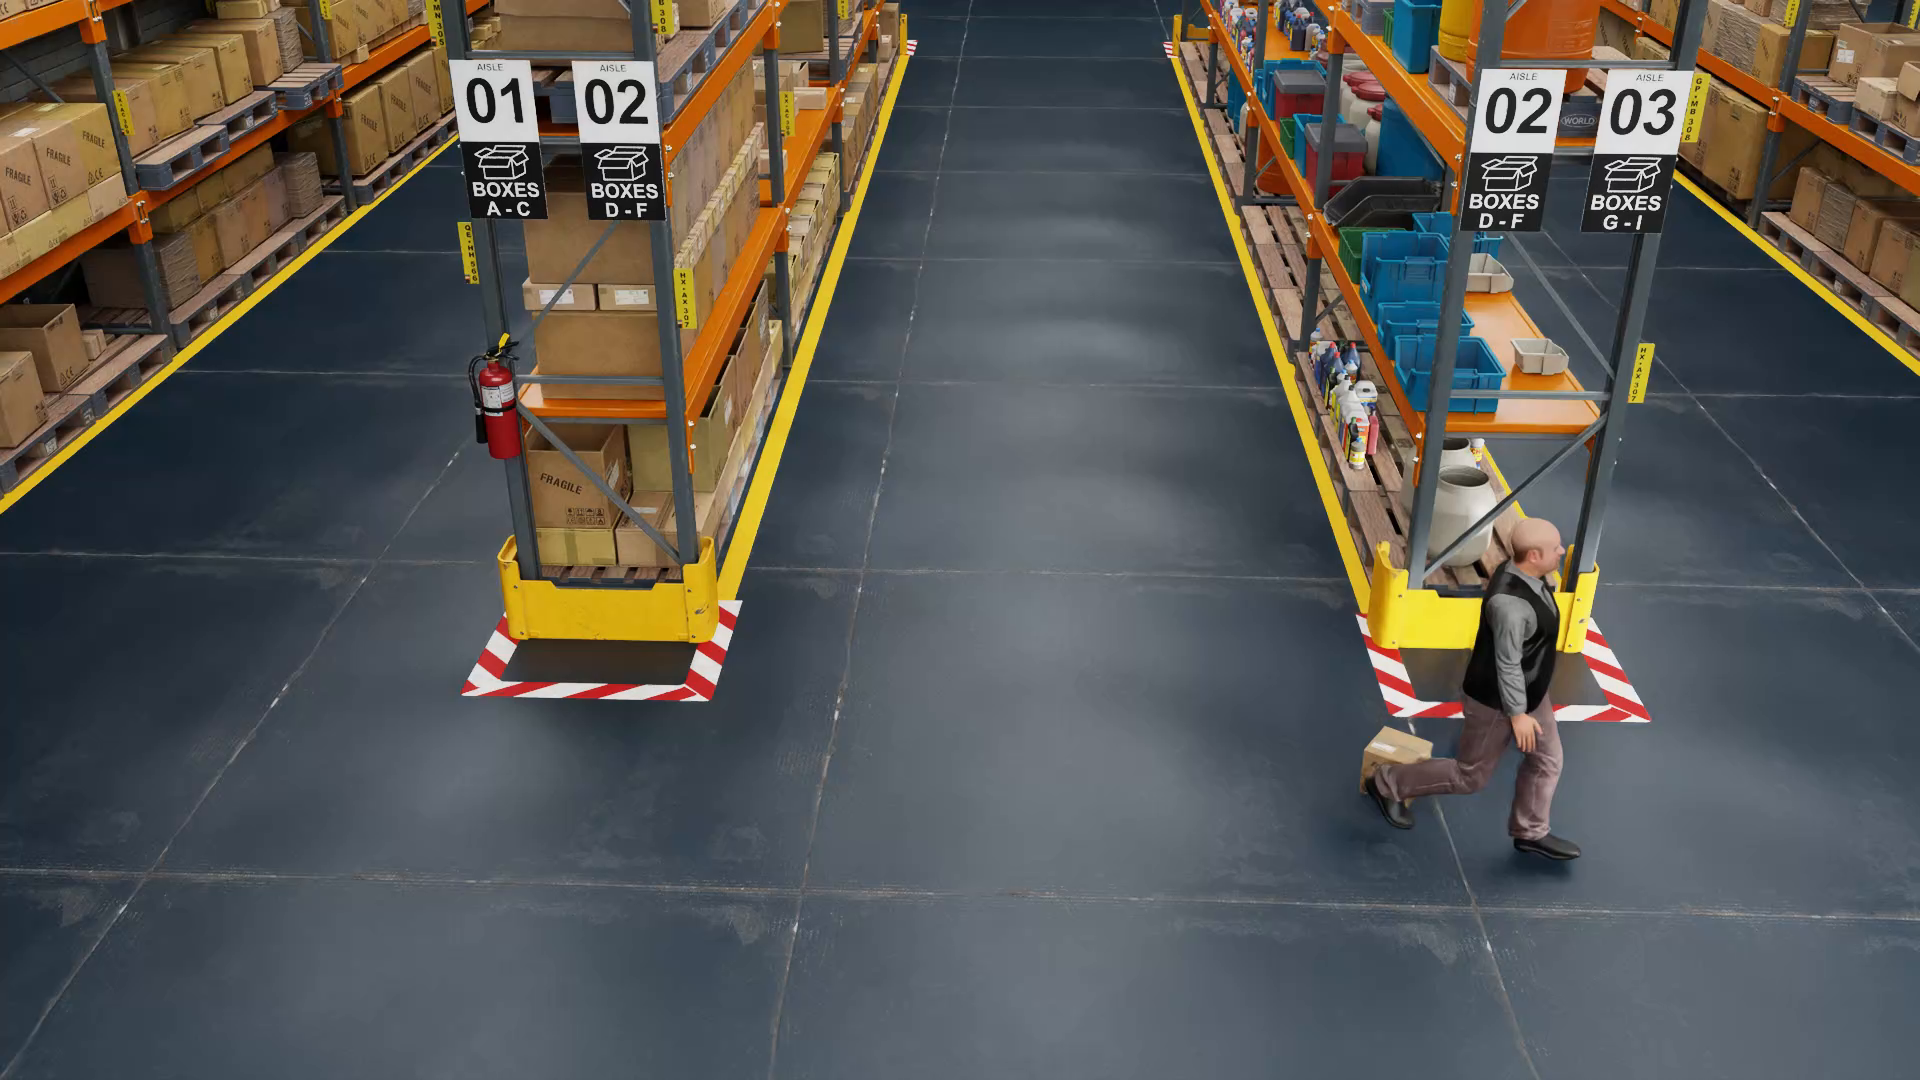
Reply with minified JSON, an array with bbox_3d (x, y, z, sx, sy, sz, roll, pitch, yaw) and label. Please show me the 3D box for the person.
[{"bbox_3d":[2.381,0.658,7.388,0.967,1.681,0.536,15,31,27],"label":"person"}]
